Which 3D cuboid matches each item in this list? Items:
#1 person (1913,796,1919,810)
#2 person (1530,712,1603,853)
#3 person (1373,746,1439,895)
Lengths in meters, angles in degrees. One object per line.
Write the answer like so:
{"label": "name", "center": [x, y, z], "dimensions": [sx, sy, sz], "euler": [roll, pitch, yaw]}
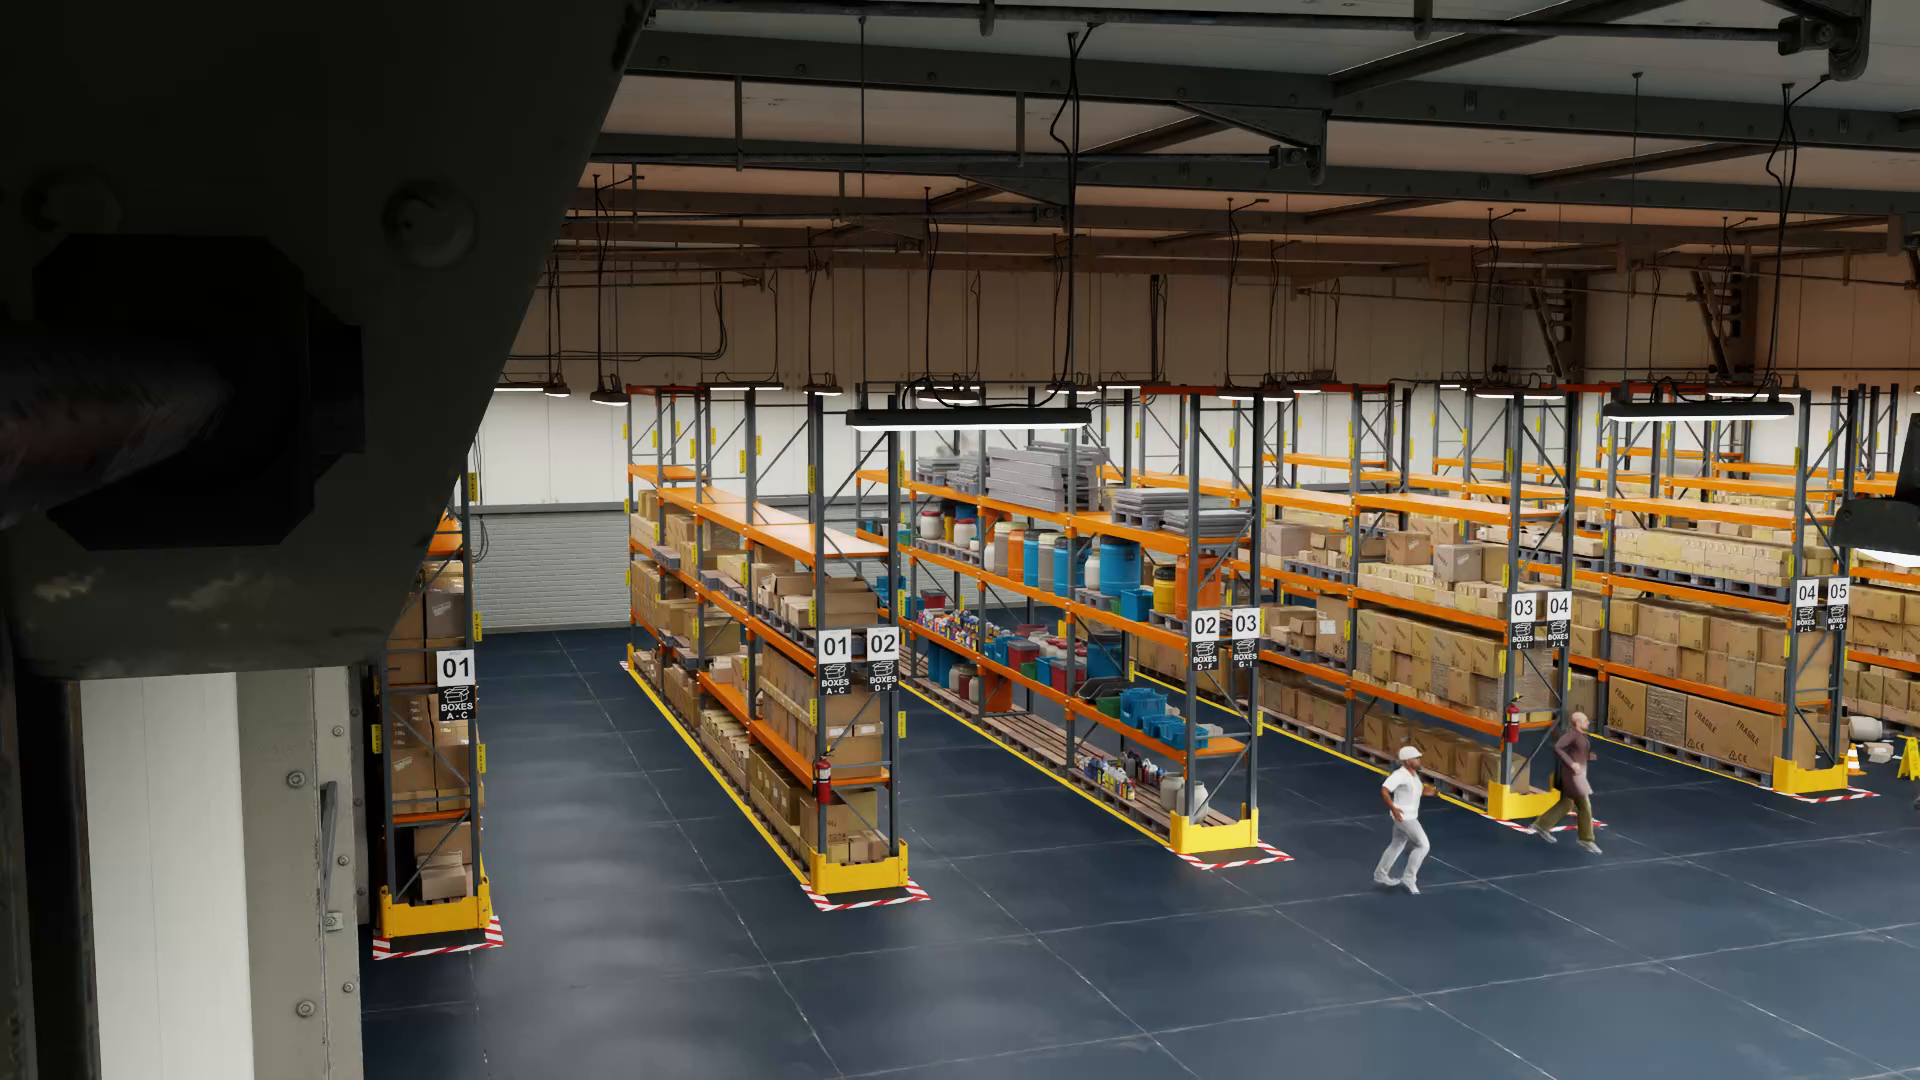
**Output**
{"label": "person", "center": [13.733, 3.077, 22.989], "dimensions": [0.904, 1.733, 0.647], "euler": [3, 7, 29]}
{"label": "person", "center": [8.110, 3.192, 22.114], "dimensions": [0.933, 1.823, 0.693], "euler": [3, 6, 24]}
{"label": "person", "center": [5.414, 3.393, 20.174], "dimensions": [0.747, 1.822, 0.655], "euler": [2, 6, 16]}
